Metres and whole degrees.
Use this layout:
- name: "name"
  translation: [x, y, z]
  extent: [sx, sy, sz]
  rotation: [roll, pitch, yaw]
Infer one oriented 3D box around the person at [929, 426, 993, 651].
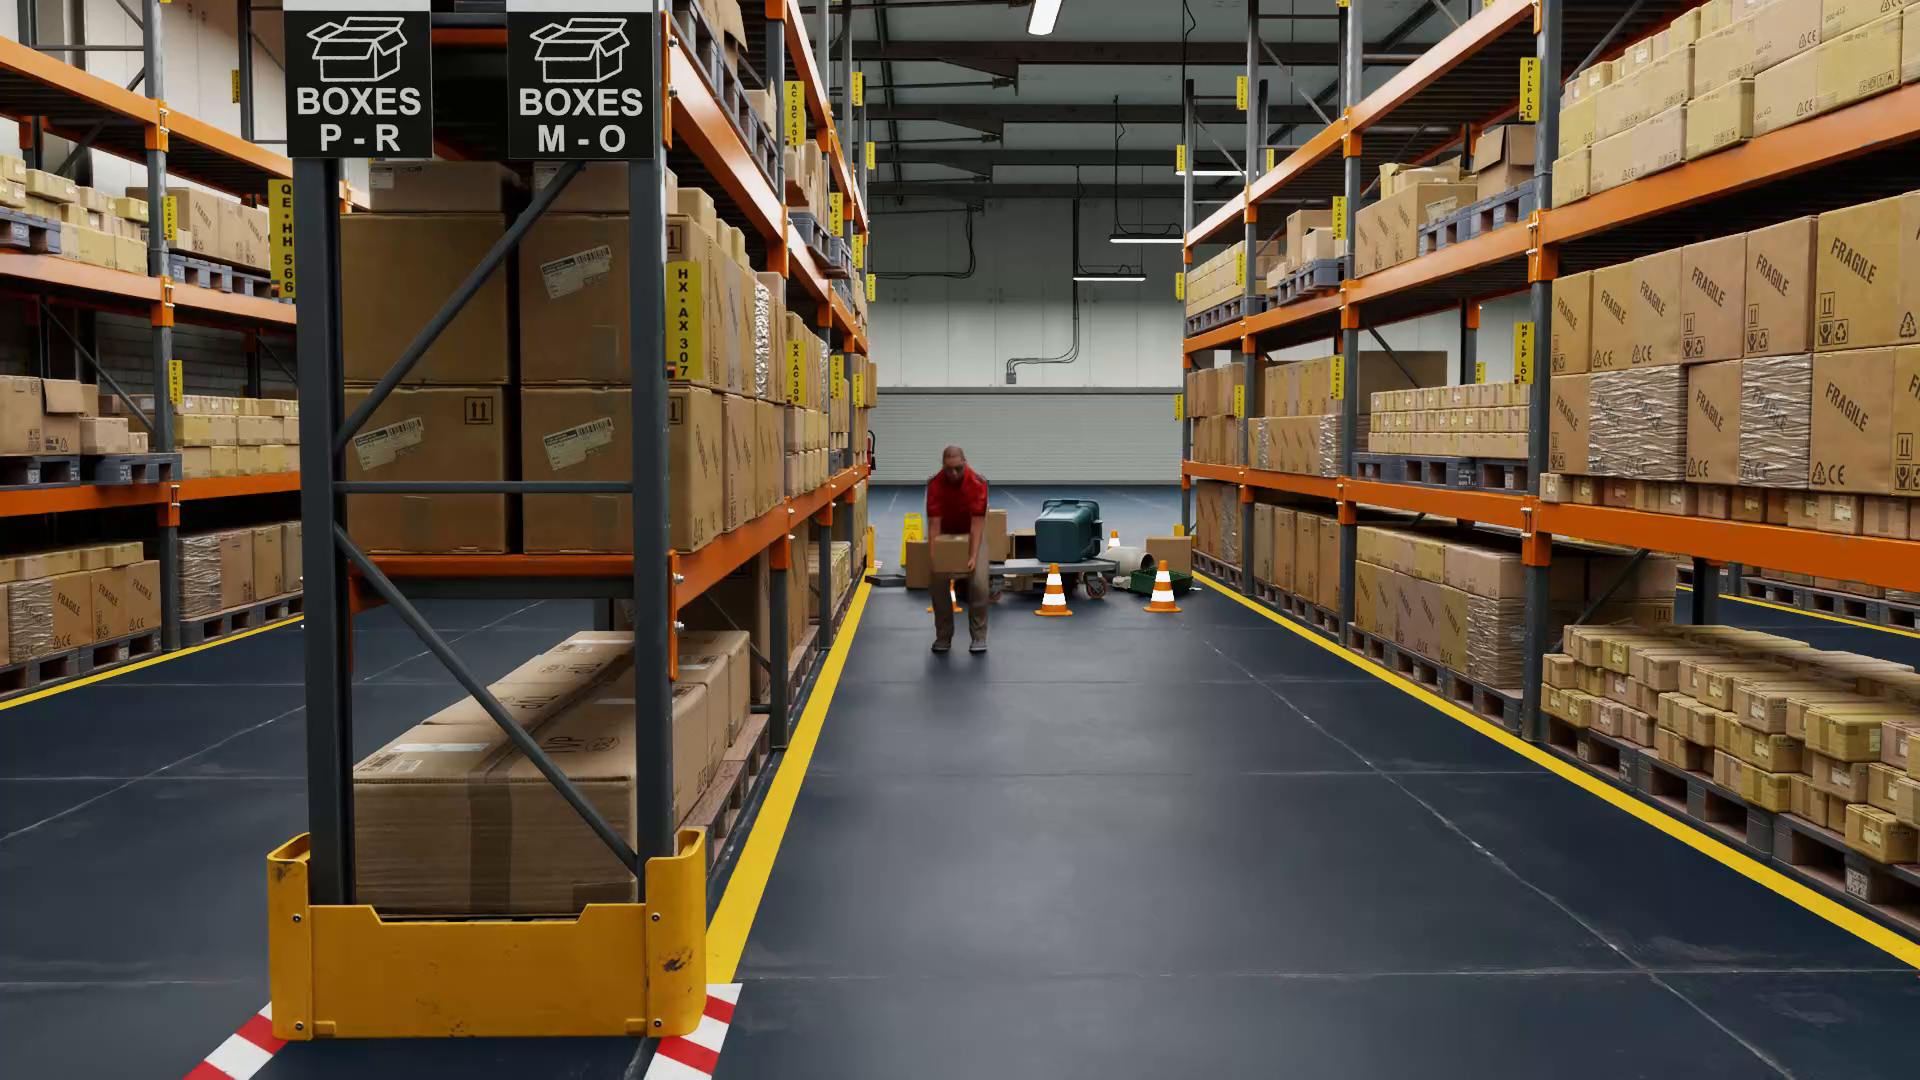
- name: "person"
  translation: [0.005, -0.006, 12.634]
  extent: [0.482, 1.714, 0.576]
  rotation: [1, 4, 9]
